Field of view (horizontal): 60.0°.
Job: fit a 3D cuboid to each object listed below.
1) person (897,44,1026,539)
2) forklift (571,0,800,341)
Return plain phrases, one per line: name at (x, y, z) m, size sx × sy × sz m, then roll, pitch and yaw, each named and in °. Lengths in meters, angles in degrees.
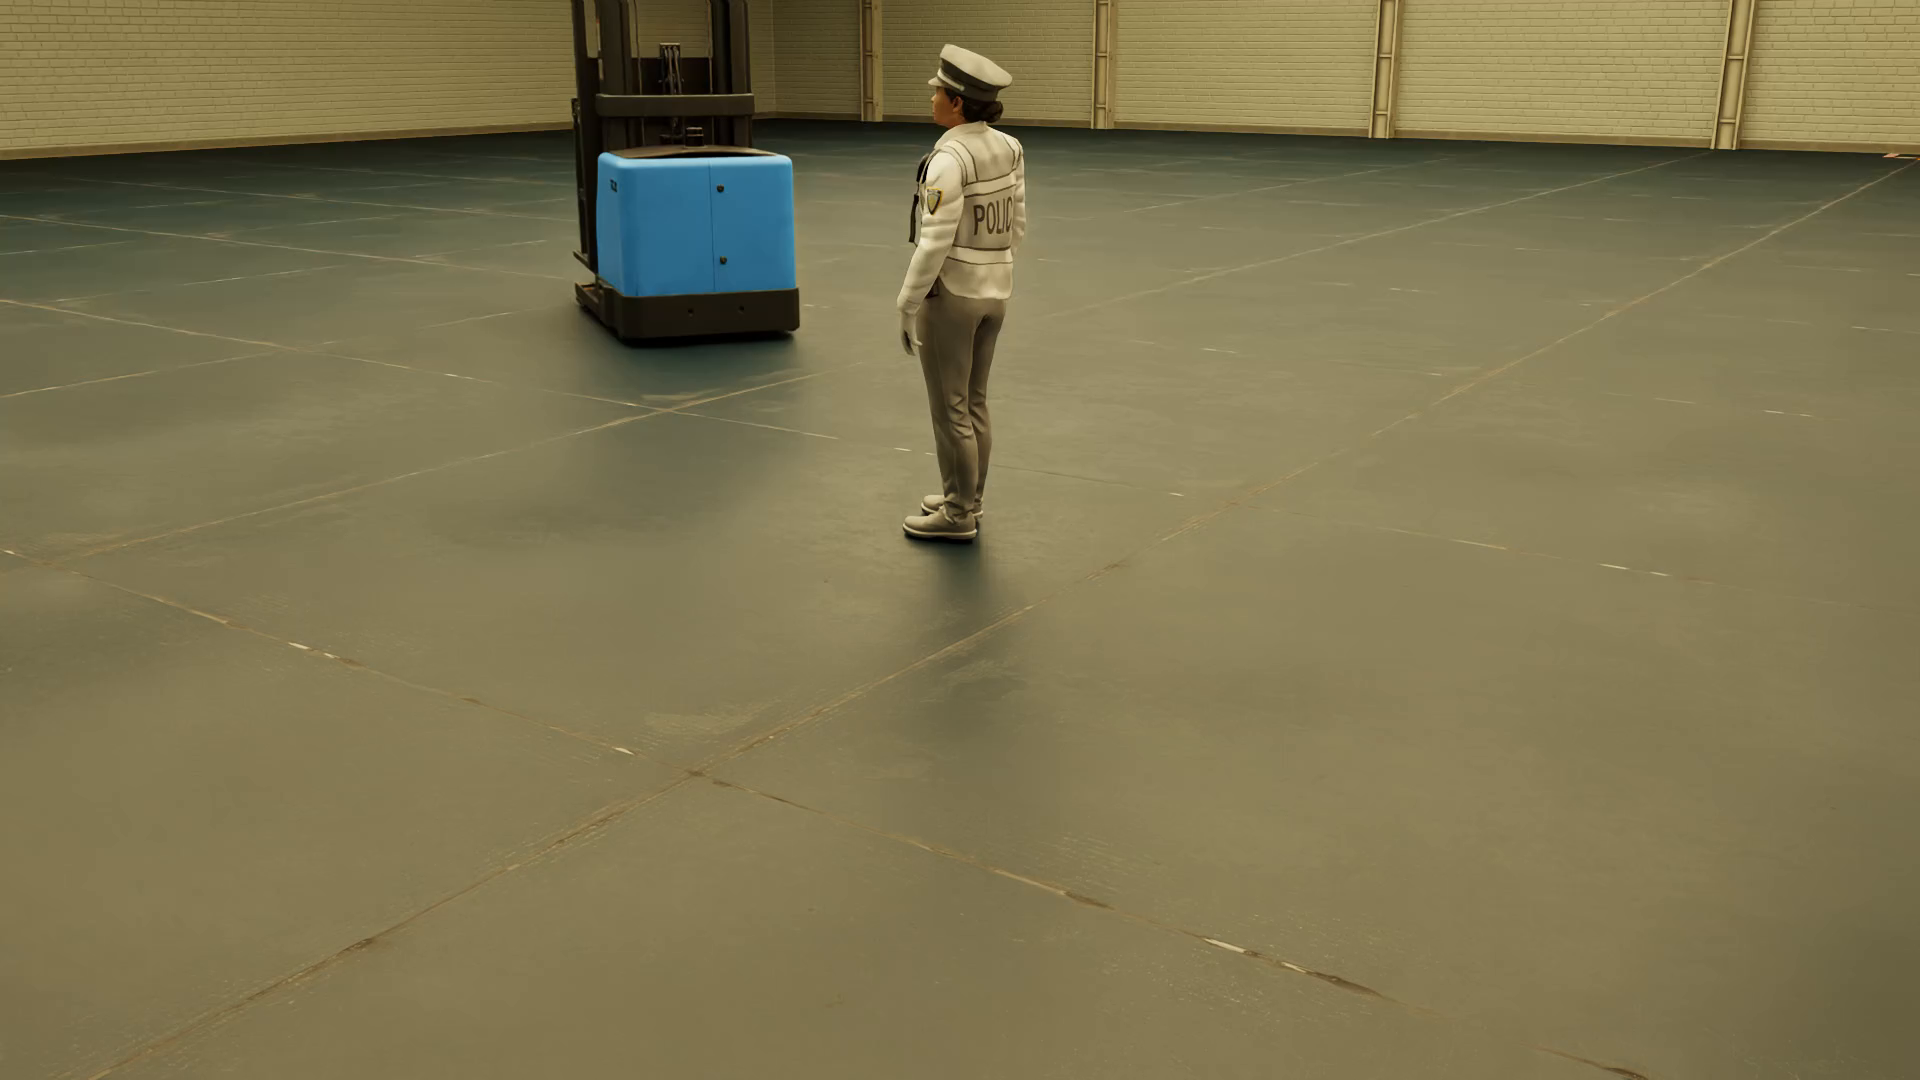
person at (-0.053, -0.832, 5.747) m, size 0.530 × 1.694 × 0.586 m, roll 11°, pitch 20°, yaw 33°
forklift at (-1.946, -2.947, 10.689) m, size 1.130 × 2.935 × 3.031 m, roll -6°, pitch 18°, yaw -19°
